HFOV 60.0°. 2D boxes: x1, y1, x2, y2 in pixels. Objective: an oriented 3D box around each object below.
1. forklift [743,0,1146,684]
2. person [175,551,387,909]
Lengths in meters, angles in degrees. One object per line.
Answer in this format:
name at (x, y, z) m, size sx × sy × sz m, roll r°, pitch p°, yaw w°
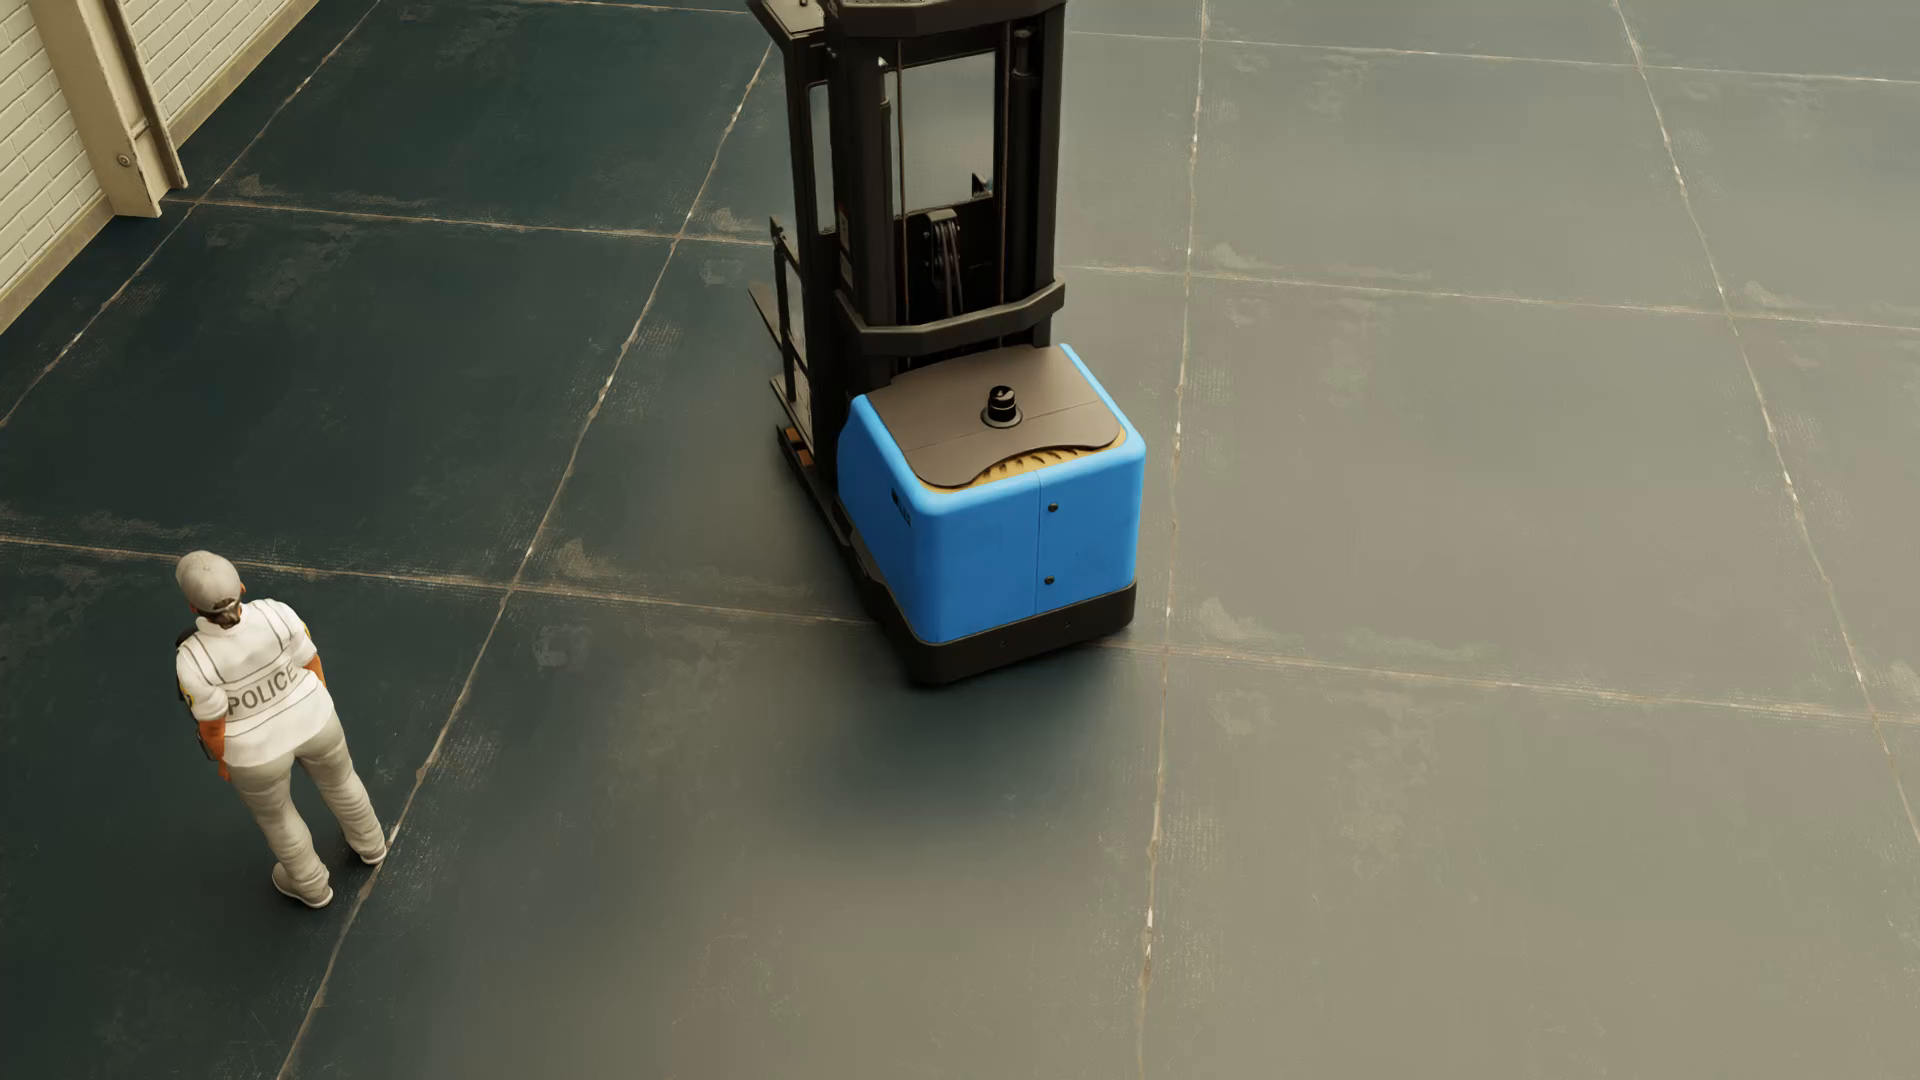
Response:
forklift at (-0.263, -1.468, 7.322) m, size 1.130 × 2.935 × 3.031 m, roll -16°, pitch 45°, yaw -17°
person at (-2.443, 0.674, 5.932) m, size 0.395 × 1.668 × 0.486 m, roll 32°, pitch 51°, yaw 30°
